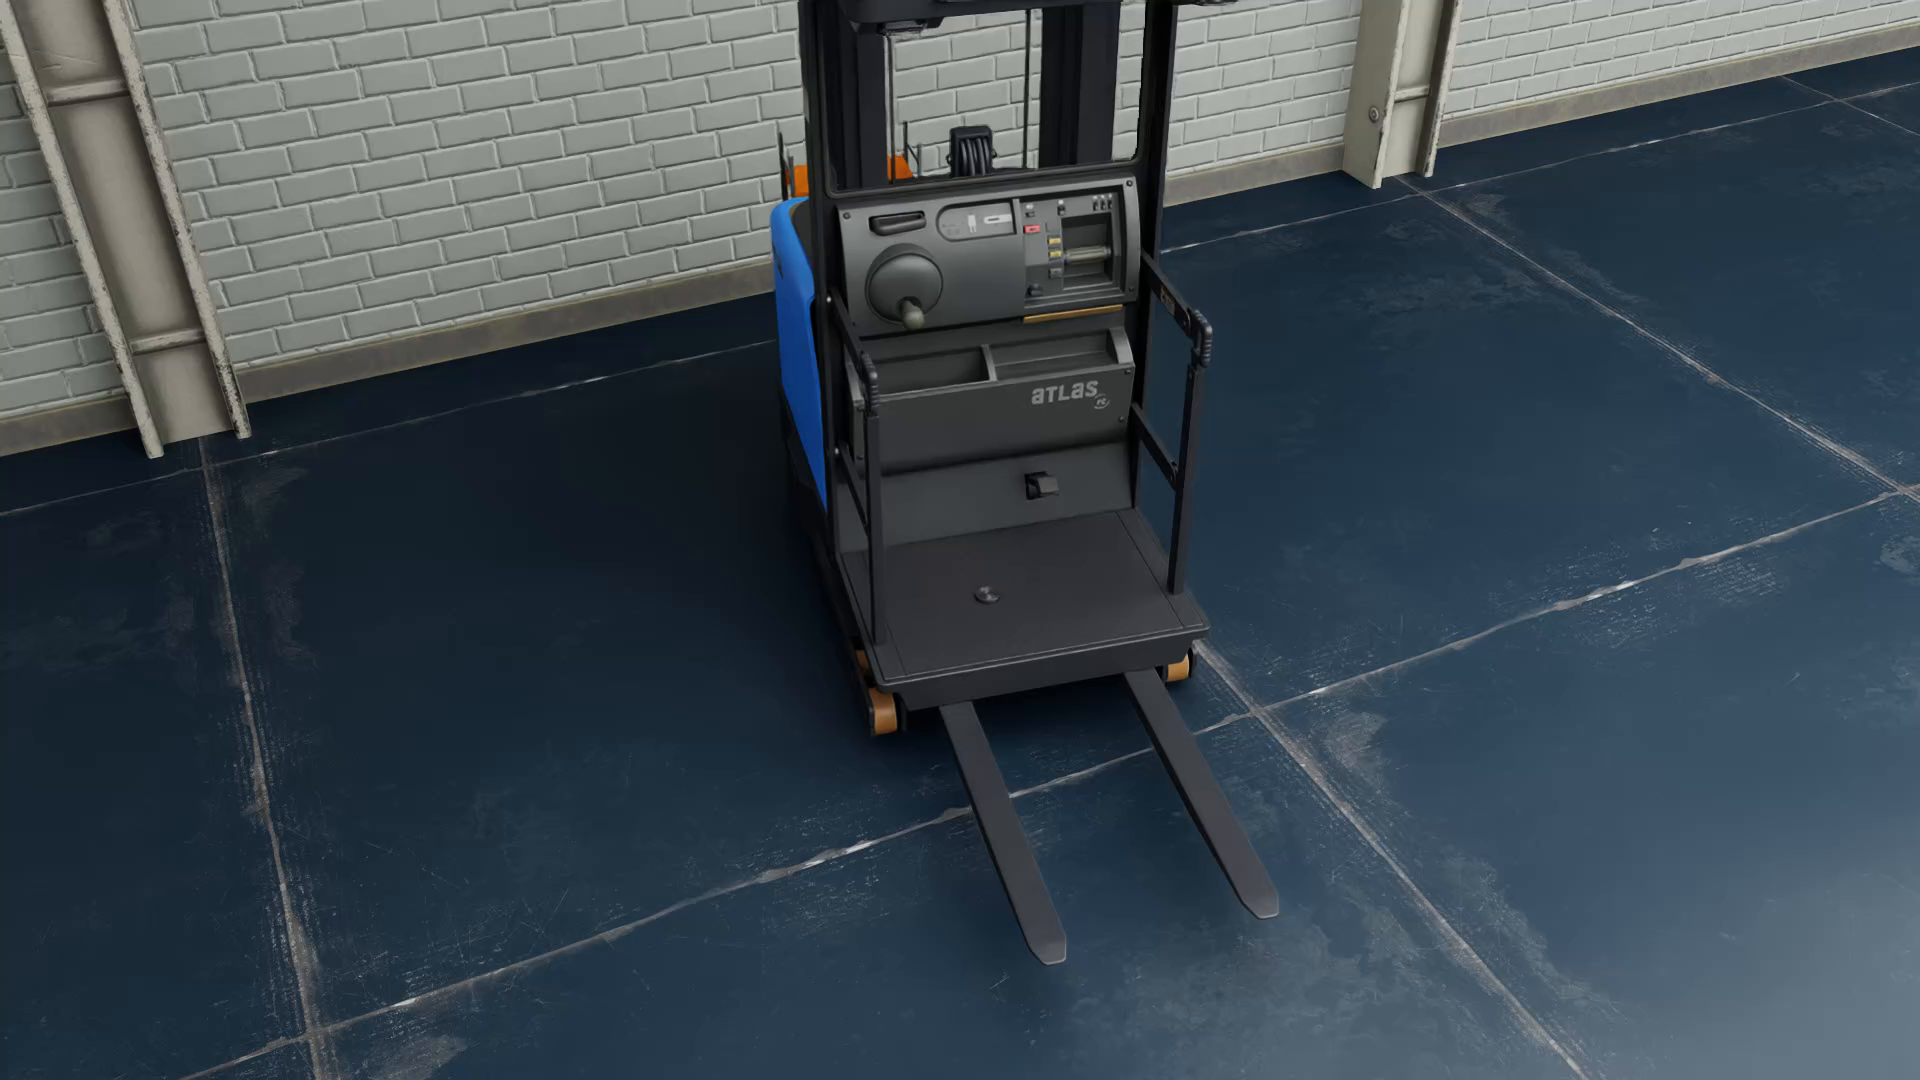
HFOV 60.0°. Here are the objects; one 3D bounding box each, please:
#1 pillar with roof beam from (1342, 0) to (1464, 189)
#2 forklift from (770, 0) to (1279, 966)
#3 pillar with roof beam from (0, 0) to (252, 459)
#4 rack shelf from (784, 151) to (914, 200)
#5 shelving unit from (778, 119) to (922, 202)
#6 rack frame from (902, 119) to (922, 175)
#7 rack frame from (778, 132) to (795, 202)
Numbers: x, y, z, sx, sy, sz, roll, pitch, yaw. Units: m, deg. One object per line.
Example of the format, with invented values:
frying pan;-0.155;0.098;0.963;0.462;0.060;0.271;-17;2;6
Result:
pillar with roof beam;4.110;-3.271;3.106;0.400;9.000;9.100;-16;39;-20
forklift;0.155;-0.803;4.872;1.130;2.935;3.031;-9;38;-12
pillar with roof beam;-1.321;-1.752;1.058;0.400;9.000;9.100;-16;39;-20
rack shelf;-0.420;-1.355;6.410;0.480;0.148;0.258;-9;38;-12
shelving unit;-0.420;-1.039;6.644;0.503;1.200;0.258;-9;38;-12
rack frame;-0.184;-1.078;6.696;0.015;1.200;0.240;-9;38;-12
rack frame;-0.655;-1.000;6.592;0.015;1.200;0.240;-9;38;-12
